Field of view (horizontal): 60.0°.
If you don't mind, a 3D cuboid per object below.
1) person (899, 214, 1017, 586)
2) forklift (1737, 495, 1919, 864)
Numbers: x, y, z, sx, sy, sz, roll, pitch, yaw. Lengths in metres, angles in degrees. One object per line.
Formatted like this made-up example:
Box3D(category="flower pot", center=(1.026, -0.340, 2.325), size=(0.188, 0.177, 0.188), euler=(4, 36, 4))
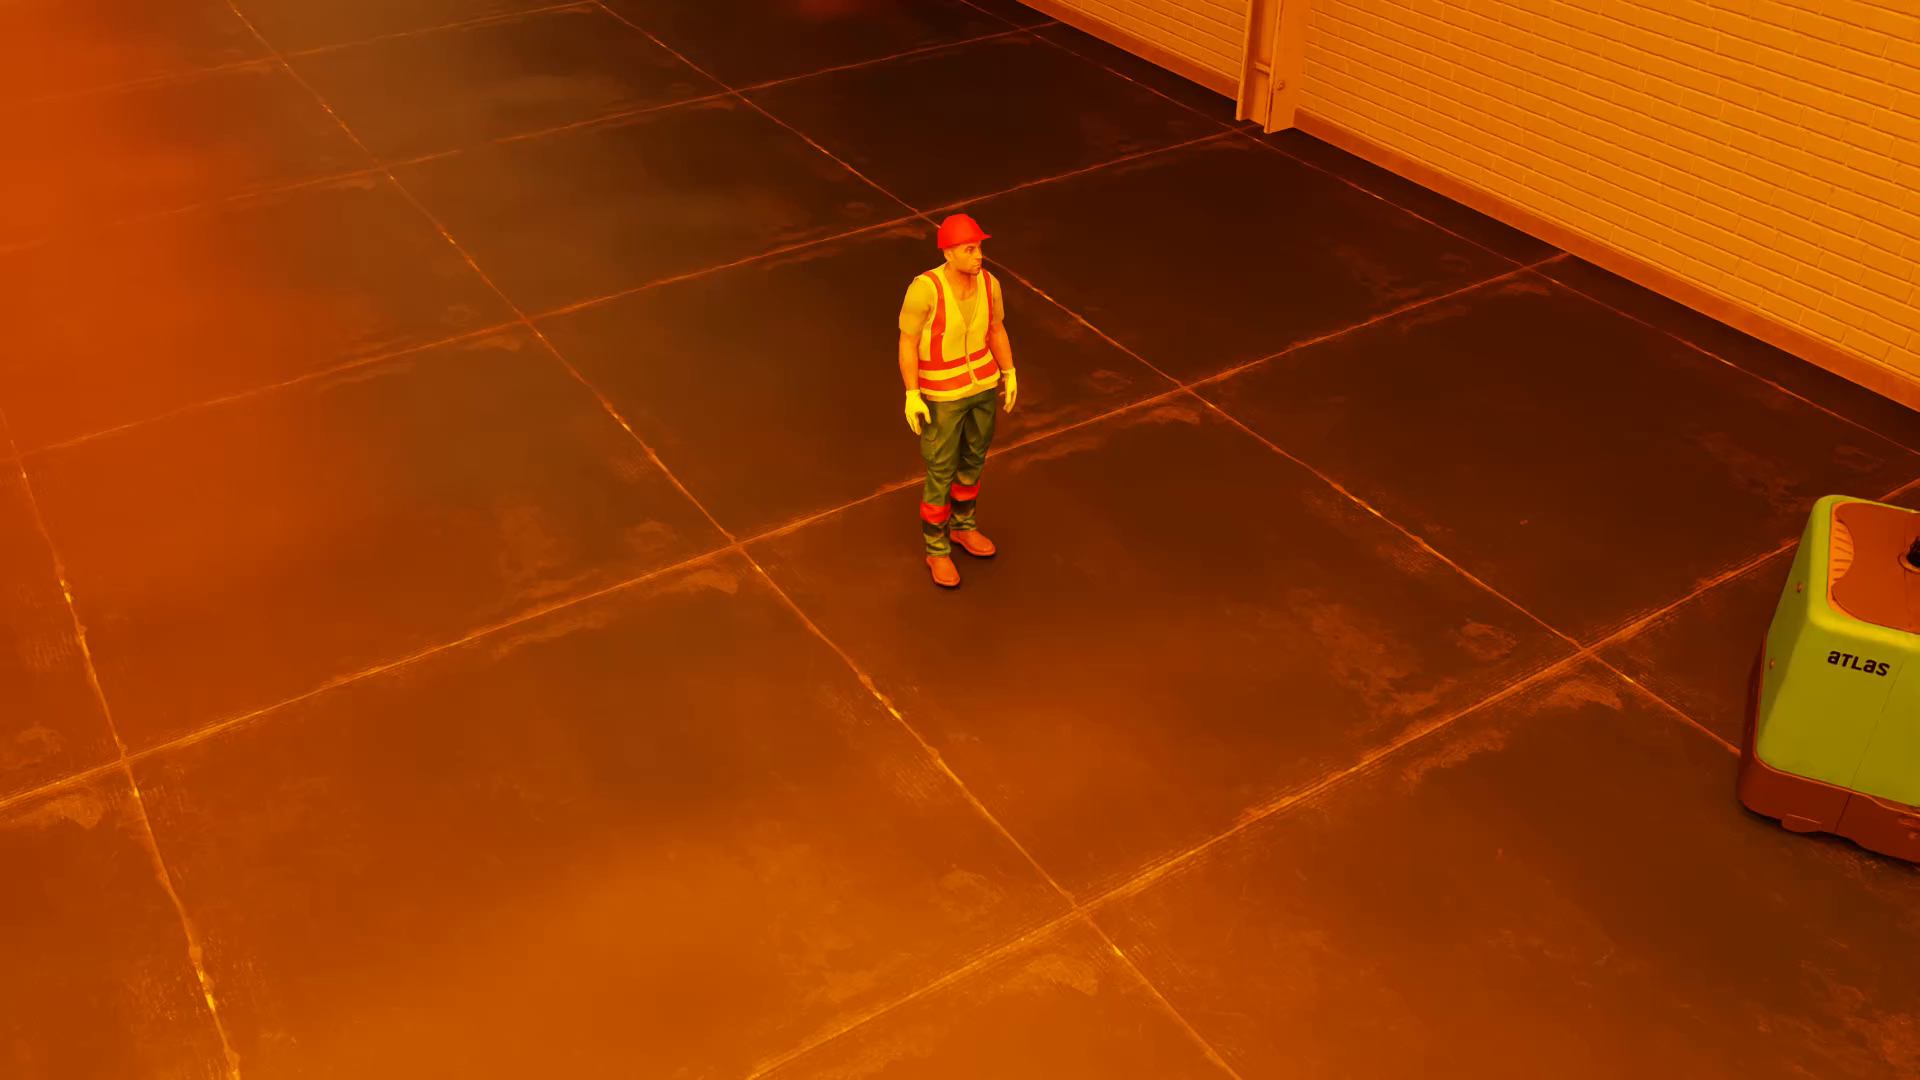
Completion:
Box3D(category="person", center=(0.033, -0.696, 8.118), size=(0.637, 1.787, 0.564), euler=(-21, 40, -27))
Box3D(category="forklift", center=(4.849, 0.069, 6.049), size=(3.031, 2.935, 1.130), euler=(15, 38, 20))
